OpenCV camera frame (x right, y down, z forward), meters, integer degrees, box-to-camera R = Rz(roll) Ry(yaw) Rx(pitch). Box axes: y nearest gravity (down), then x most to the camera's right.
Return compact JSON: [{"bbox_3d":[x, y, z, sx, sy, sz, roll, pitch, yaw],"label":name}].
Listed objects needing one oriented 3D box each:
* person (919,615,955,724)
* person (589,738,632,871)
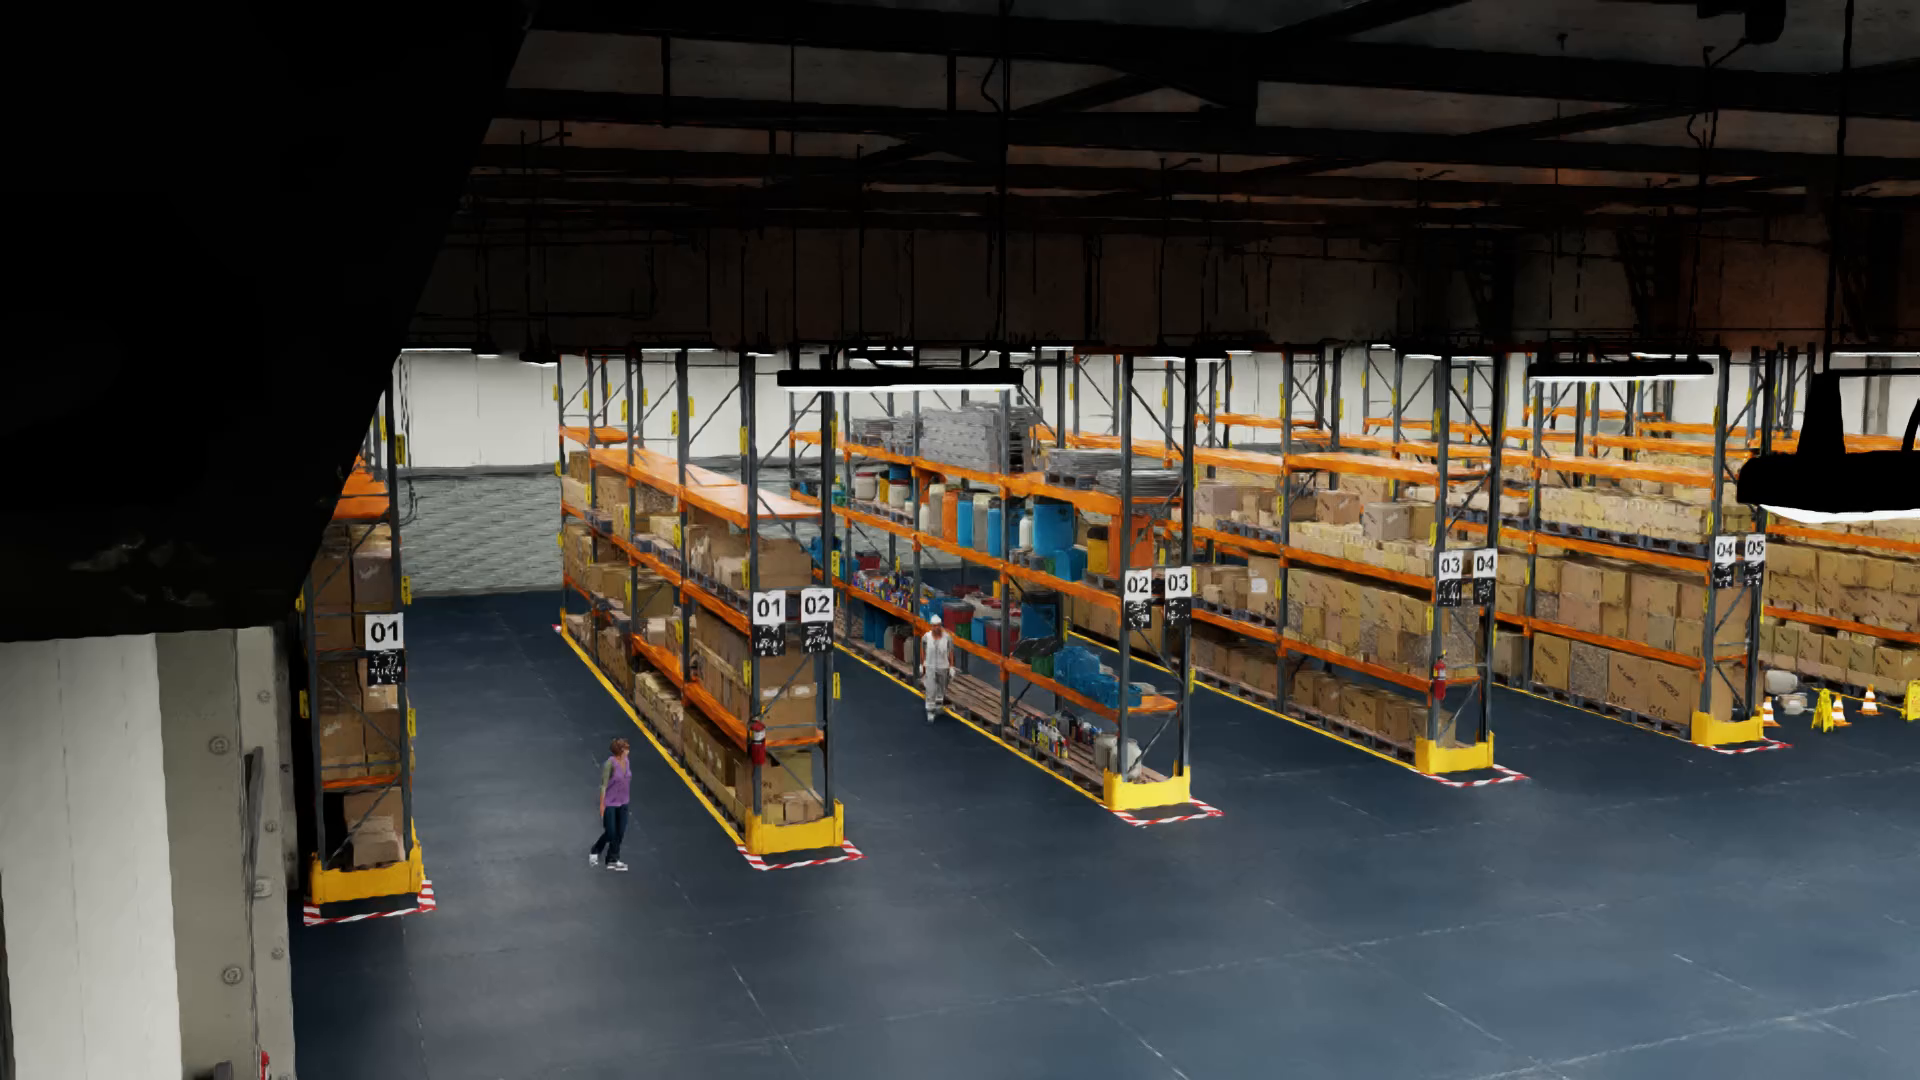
[{"bbox_3d":[-0.371,2.061,26.875,0.577,1.751,0.955,-1,7,-6],"label":"person"},{"bbox_3d":[-4.100,3.085,19.473,0.498,1.588,0.476,4,8,31],"label":"person"}]
